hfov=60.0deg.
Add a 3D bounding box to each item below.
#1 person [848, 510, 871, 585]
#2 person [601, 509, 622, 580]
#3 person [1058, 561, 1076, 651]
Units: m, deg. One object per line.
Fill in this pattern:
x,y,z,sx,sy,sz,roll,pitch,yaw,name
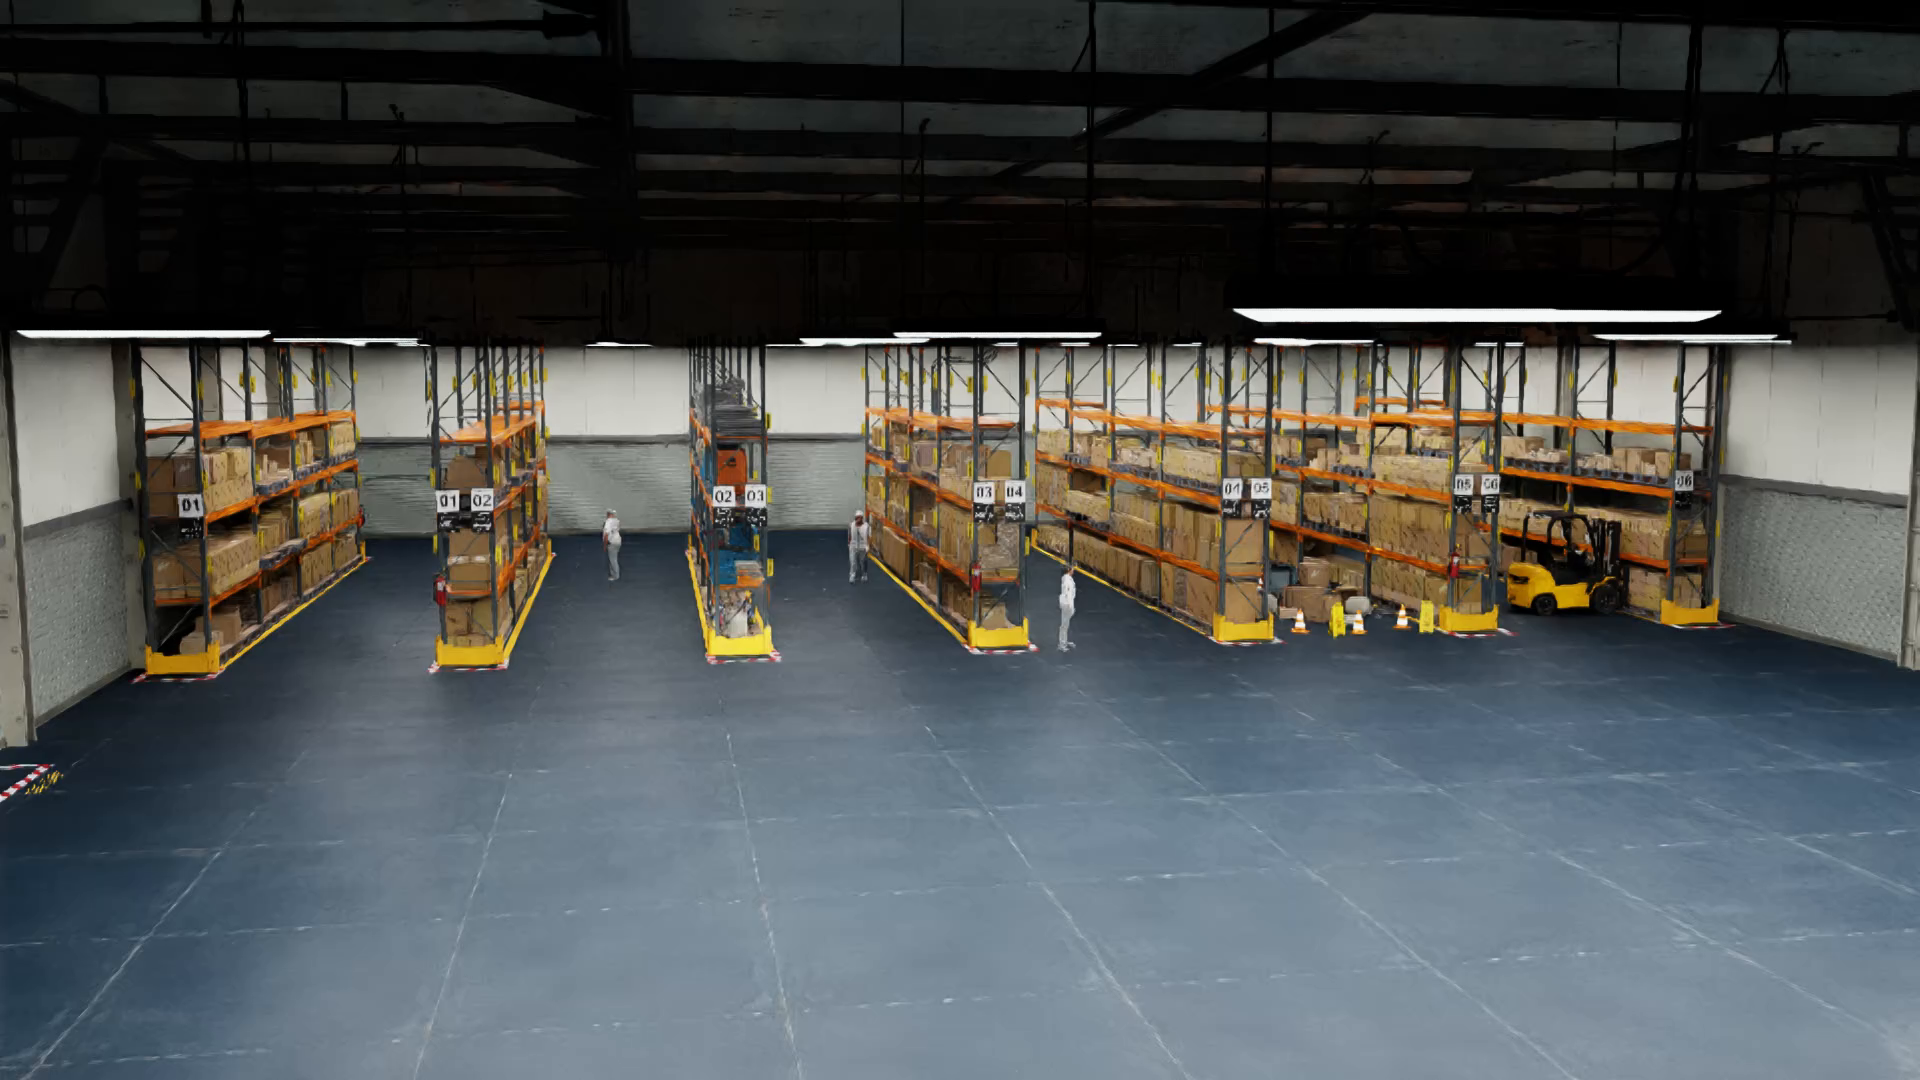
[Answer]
-2.331,0.156,38.614,0.553,1.723,1.037,0,7,-2,person
-8.708,0.095,41.444,0.591,1.747,0.661,2,7,16,person
2.041,1.245,31.719,0.367,1.685,0.633,0,7,-4,person
